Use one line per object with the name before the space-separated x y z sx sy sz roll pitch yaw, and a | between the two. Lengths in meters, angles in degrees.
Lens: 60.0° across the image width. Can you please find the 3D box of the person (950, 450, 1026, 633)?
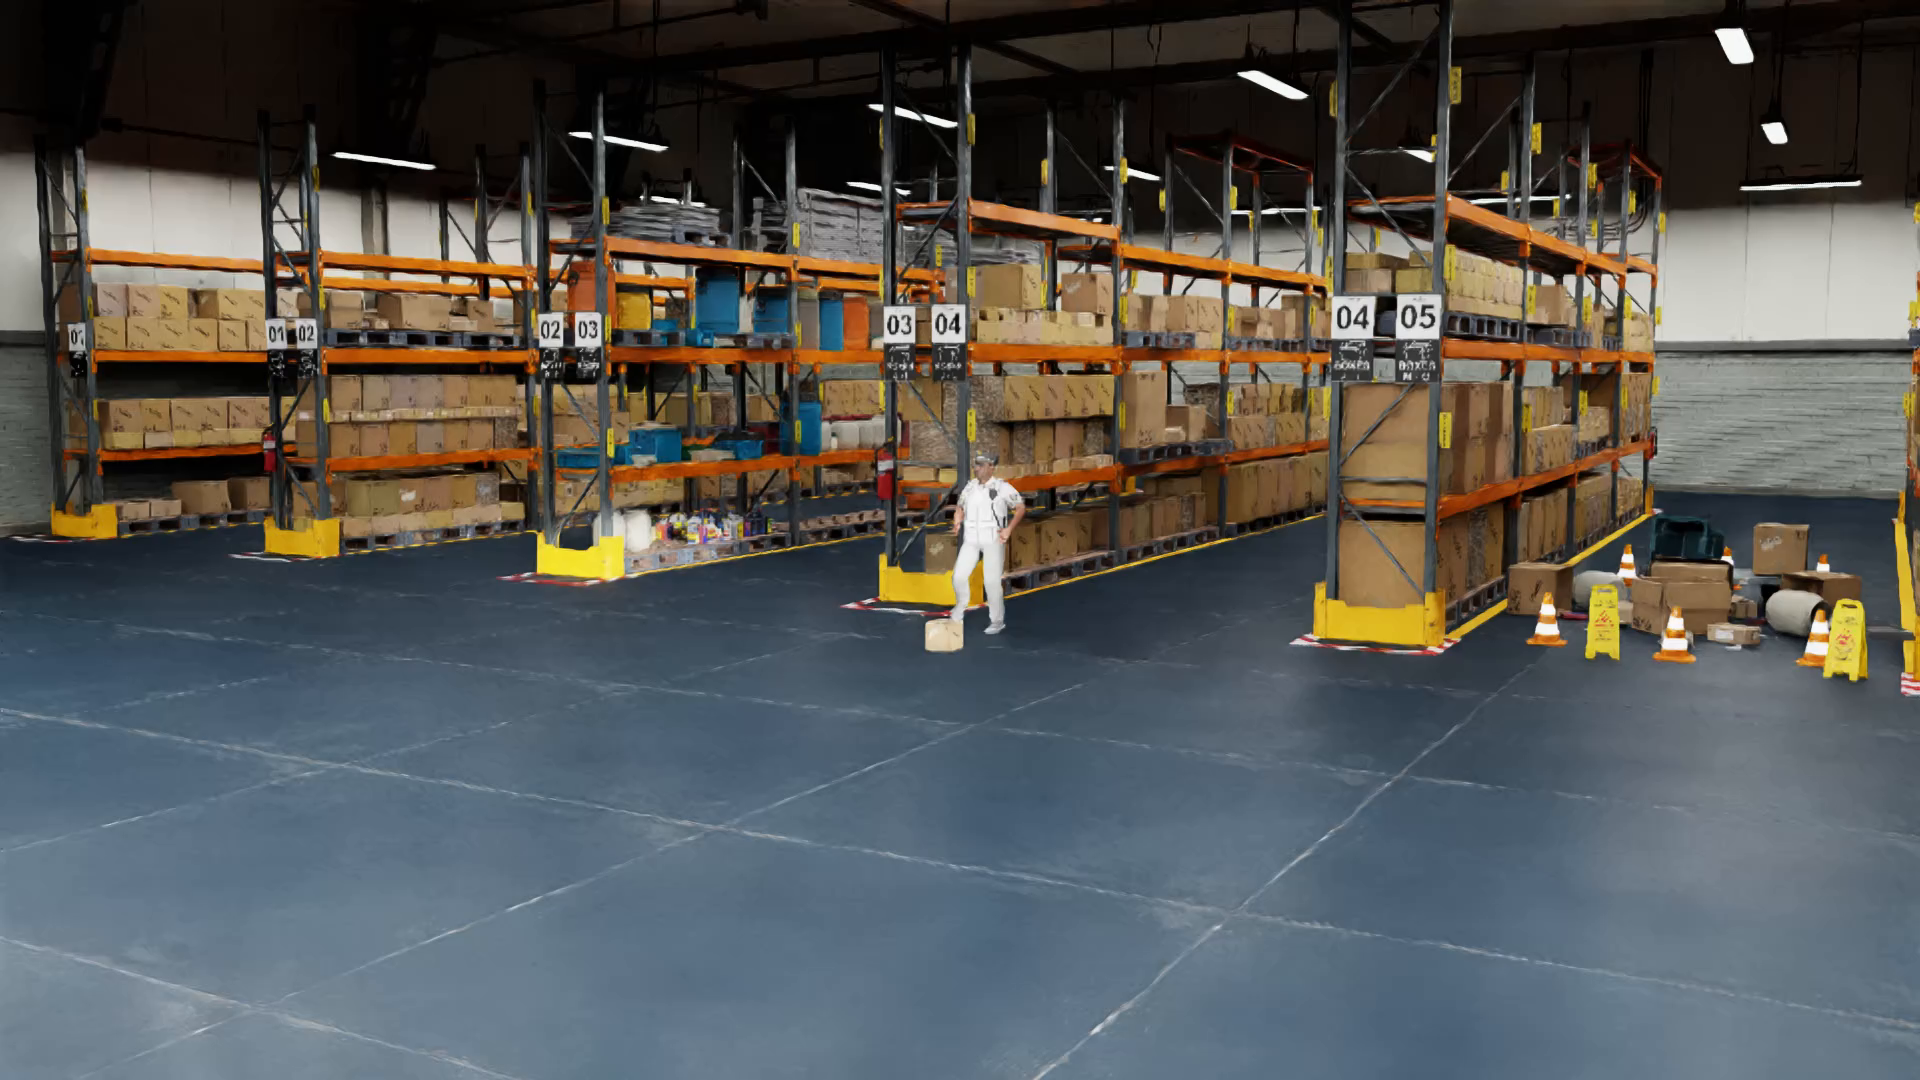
person | 0.229 0.003 16.108 0.783 1.756 0.510 2 6 22
